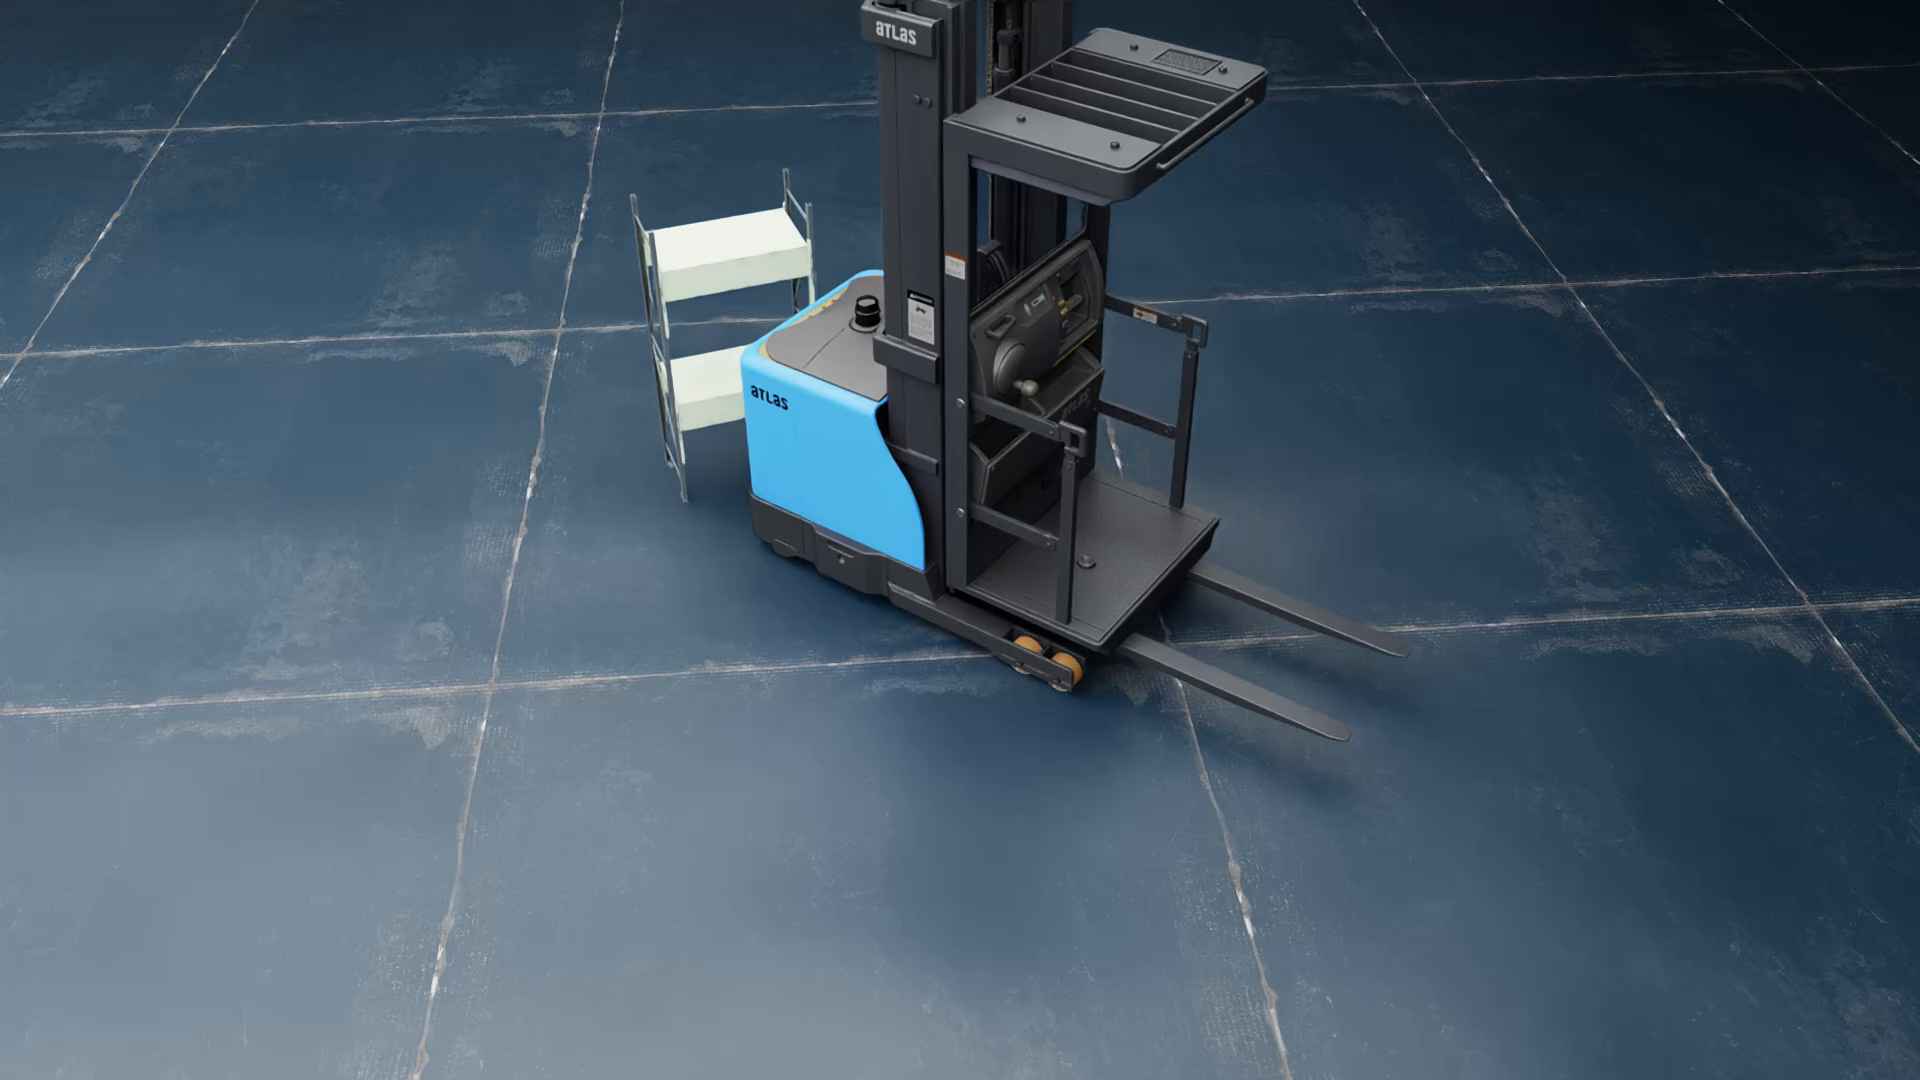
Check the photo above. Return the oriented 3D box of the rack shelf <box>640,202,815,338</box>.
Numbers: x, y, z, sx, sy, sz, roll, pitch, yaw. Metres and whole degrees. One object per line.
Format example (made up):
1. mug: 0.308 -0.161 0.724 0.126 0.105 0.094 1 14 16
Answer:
1. rack shelf: -1.099 -1.279 7.852 0.720 0.370 0.431 -13 40 -16

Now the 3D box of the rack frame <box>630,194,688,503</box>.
1. rack frame: -1.441 -0.891 7.990 0.023 1.500 0.400 -13 40 -16

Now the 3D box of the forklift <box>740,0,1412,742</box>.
1. forklift: 0.501 -0.869 6.807 3.031 2.935 1.130 23 44 27

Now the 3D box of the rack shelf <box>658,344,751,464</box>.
1. rack shelf: -1.099 -0.717 8.296 0.720 0.370 0.431 -13 40 -16

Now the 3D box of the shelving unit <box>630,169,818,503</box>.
1. shelving unit: -1.099 -0.973 8.094 0.755 1.500 0.431 -13 40 -16

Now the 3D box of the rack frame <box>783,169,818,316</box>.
1. rack frame: -0.758 -1.055 8.198 0.023 1.500 0.400 -13 40 -16
